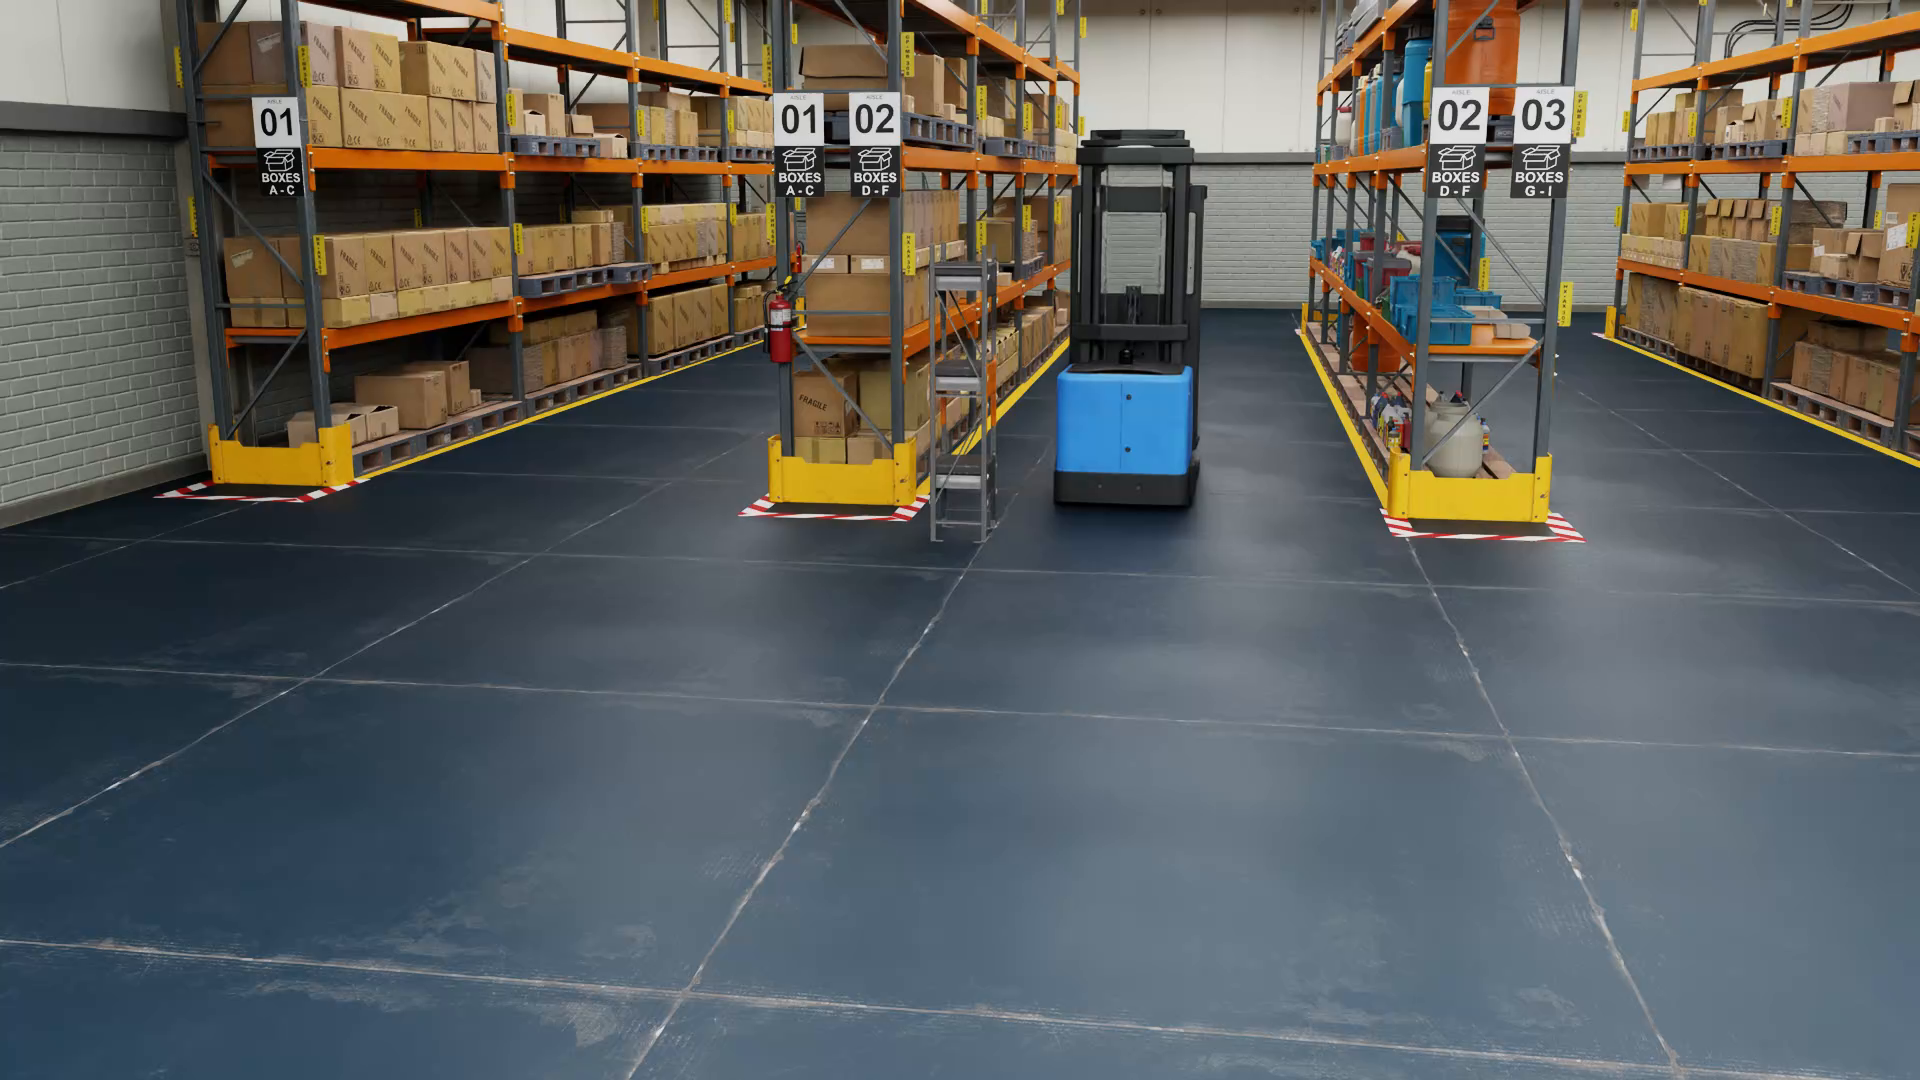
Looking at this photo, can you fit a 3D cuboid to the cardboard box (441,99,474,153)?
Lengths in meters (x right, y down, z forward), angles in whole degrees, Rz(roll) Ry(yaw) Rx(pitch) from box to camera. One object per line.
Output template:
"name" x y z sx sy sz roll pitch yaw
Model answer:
"cardboard box" -5.152 -4.096 16.474 0.500 0.500 0.500 1 12 4

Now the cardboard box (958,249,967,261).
"cardboard box" -0.118 -2.947 18.311 0.500 0.500 0.500 3 12 13

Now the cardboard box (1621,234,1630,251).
"cardboard box" 10.960 -4.786 26.733 0.500 0.250 0.500 2 12 7

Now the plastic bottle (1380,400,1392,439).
"plastic bottle" 3.932 -1.106 15.247 0.144 0.351 0.185 2 12 8

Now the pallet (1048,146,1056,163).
"pallet" 0.728 -5.535 23.885 1.213 0.211 1.003 2 12 9

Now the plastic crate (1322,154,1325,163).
"plastic crate" 5.611 -5.748 25.050 0.293 0.136 0.466 2 12 9

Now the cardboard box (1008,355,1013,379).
"cardboard box" 0.366 -2.098 20.139 0.500 0.250 0.500 2 12 8

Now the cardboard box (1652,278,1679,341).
"cardboard box" 11.004 -3.462 24.982 0.875 0.875 0.875 2 12 9

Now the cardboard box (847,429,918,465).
"cardboard box" -0.646 -0.762 13.940 0.500 0.250 0.500 2 12 9

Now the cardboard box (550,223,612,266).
"cardboard box" -4.735 -3.670 20.622 0.700 0.500 0.500 1 12 3

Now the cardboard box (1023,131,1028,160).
"cardboard box" 0.394 -5.175 21.530 0.910 0.500 0.500 2 12 9

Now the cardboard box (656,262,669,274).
"cardboard box" -4.162 -3.674 22.472 0.380 0.149 0.250 2 12 10

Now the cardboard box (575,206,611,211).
"cardboard box" -4.800 -4.295 22.032 0.500 0.250 0.500 2 12 10

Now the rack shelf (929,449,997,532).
"rack shelf" 0.025 -0.363 12.082 0.431 0.518 0.480 2 12 9

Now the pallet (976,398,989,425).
"pallet" -0.258 -1.421 18.085 1.003 0.211 1.213 2 12 9

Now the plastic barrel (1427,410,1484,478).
"plastic barrel" 3.971 -0.764 13.326 0.421 0.512 0.421 0 12 0

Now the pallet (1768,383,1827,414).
"pallet" 9.948 -1.614 18.983 1.003 0.211 1.213 2 12 9

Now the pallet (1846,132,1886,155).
"pallet" 9.811 -4.023 16.867 1.213 0.211 1.003 2 12 9

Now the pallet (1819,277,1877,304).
"pallet" 9.806 -2.633 17.546 1.003 0.211 1.213 2 12 9

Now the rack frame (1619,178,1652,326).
"rack frame" 11.304 -4.805 27.171 0.949 2.616 0.053 2 12 9

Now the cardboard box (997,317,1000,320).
"cardboard box" 0.274 -2.765 22.592 0.500 0.500 0.500 1 12 7

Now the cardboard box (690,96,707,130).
"cardboard box" -4.121 -6.621 25.818 0.500 0.500 0.500 2 12 8

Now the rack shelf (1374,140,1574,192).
"rack shelf" 4.253 -3.166 14.153 1.077 0.370 4.000 2 12 9

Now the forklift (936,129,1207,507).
"forklift" 1.073 -1.839 13.570 1.782 2.935 4.295 2 12 10

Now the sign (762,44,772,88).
"sign" -1.482 -3.677 12.904 0.100 0.325 0.005 2 12 9

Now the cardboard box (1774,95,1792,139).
"cardboard box" 10.093 -4.992 19.673 0.797 0.503 0.637 3 12 12

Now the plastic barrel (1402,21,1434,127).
"plastic barrel" 4.302 -4.181 14.967 0.600 0.901 0.708 2 12 9

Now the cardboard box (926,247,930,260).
"cardboard box" -0.438 -2.557 14.962 0.380 0.149 0.250 2 12 9

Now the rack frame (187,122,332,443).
"rack frame" -5.844 -1.956 13.951 1.000 3.000 0.127 2 12 9

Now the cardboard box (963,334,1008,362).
"cardboard box" 0.291 -2.267 19.590 0.500 0.311 0.500 2 12 8

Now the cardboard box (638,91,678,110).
"cardboard box" -4.333 -6.257 23.724 0.500 0.250 0.500 1 12 7

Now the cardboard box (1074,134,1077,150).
"cardboard box" 1.685 -6.649 27.777 0.500 0.250 0.500 2 12 9

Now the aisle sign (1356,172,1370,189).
"aisle sign" 6.707 -6.242 27.668 0.394 0.787 0.004 2 12 9

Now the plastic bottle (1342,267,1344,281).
"plastic bottle" 4.903 -3.393 21.090 0.097 0.201 0.097 0 12 0

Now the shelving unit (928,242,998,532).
"shelving unit" 0.026 -1.061 11.934 0.431 2.100 0.499 2 12 9

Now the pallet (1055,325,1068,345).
"pallet" 1.189 -3.329 26.940 1.003 0.211 1.213 2 12 9

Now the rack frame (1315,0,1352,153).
"rack frame" 6.406 -7.899 27.284 1.000 3.000 0.127 2 12 9

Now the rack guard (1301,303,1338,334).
"rack guard" 6.397 -3.749 28.205 1.175 0.500 0.348 2 12 9

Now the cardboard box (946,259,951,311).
"cardboard box" -0.470 -2.475 16.123 0.700 0.500 0.500 2 12 8

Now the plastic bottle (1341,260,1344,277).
"plastic bottle" 4.948 -3.488 21.365 0.097 0.271 0.097 0 12 0

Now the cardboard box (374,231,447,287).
"cardboard box" -5.234 -2.667 15.776 0.500 0.500 0.500 2 12 10

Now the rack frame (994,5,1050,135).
"rack frame" 0.894 -7.227 24.169 0.949 2.616 0.053 2 12 9

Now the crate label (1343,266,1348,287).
"crate label" 4.741 -3.143 19.856 0.303 0.233 0.416 2 12 9

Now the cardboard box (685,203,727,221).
"cardboard box" -3.817 -4.919 24.929 0.500 0.250 0.500 2 12 10

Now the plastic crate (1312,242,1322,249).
"plastic crate" 5.942 -4.736 27.102 0.416 0.233 0.300 2 12 9

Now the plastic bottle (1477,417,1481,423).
"plastic bottle" 4.585 -0.955 14.738 0.097 0.271 0.097 0 12 0

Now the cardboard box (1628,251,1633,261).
"cardboard box" 10.843 -4.513 26.409 0.380 0.149 0.250 2 12 7

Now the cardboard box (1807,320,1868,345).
"cardboard box" 9.997 -2.359 18.930 0.500 0.250 0.500 2 12 11

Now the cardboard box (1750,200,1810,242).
"cardboard box" 10.301 -3.967 20.661 0.797 0.503 0.637 2 12 10

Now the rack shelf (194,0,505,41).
"rack shelf" -5.536 -4.952 15.327 1.077 0.370 4.000 2 12 9

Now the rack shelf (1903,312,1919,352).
"rack shelf" 9.147 -1.539 13.724 1.077 0.370 4.000 2 12 9

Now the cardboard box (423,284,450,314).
"cardboard box" -5.225 -2.304 15.871 0.500 0.250 0.500 2 12 9

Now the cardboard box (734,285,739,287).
"cardboard box" -3.842 -4.100 27.297 0.380 0.149 0.250 2 12 9

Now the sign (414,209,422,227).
"sign" -5.777 -3.372 17.772 0.100 0.325 0.005 2 12 9
